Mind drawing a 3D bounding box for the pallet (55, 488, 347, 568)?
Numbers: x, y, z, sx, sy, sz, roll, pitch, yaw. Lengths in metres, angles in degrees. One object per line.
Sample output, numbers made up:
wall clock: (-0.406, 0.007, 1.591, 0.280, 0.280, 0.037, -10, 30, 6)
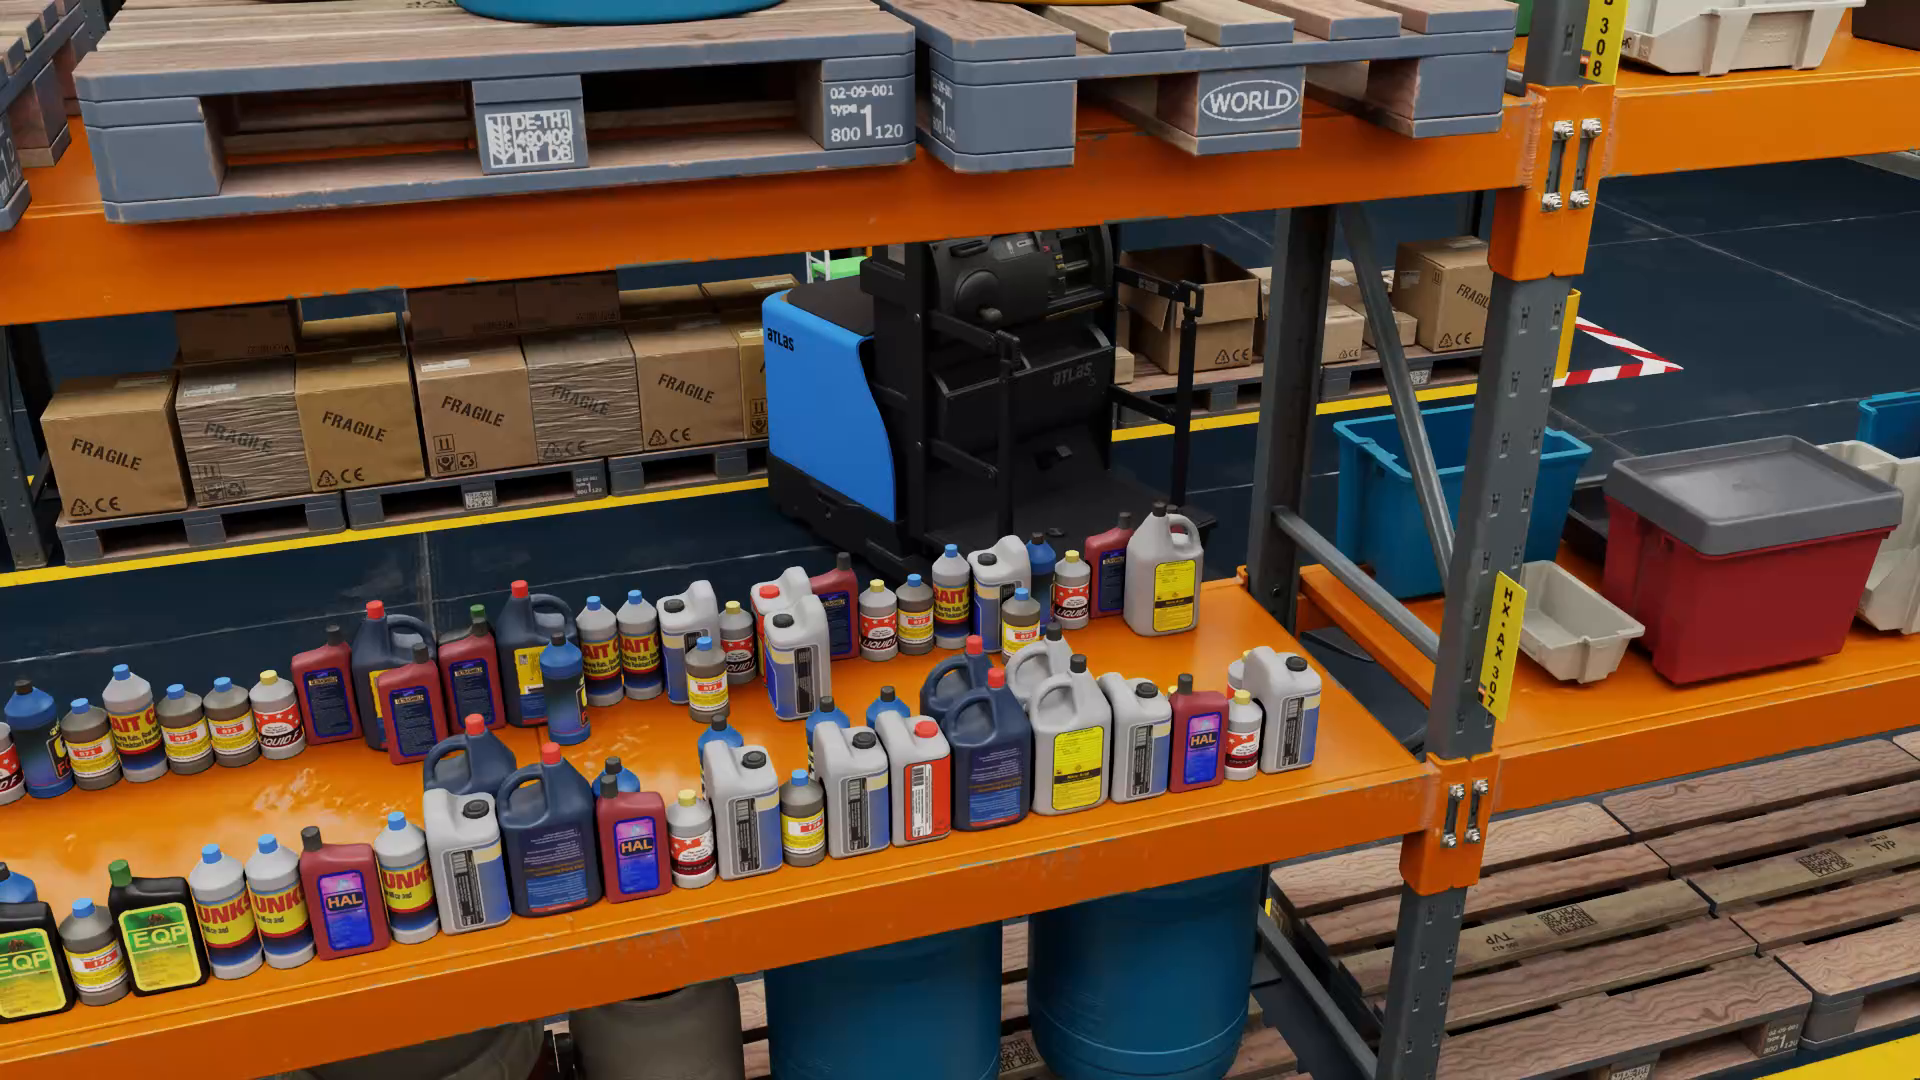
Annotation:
pallet: (-3.610, -0.258, 8.033, 1.213, 0.211, 1.003, -8, 28, -16)

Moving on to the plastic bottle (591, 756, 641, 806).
plastic bottle: (-0.695, 0.563, 3.388, 0.097, 0.271, 0.097, 0, 26, 0)

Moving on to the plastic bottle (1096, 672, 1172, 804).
plastic bottle: (0.381, 0.420, 3.669, 0.135, 0.276, 0.152, -8, 28, -16)

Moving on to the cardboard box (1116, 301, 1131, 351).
cardboard box: (0.639, -1.266, 9.455, 0.500, 0.311, 0.500, -8, 28, -16)

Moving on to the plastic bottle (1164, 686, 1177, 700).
plastic bottle: (0.480, 0.424, 3.747, 0.097, 0.201, 0.097, 0, 26, 0)

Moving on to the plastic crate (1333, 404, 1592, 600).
plastic crate: (1.341, -0.105, 4.538, 0.575, 0.384, 0.392, -8, 28, -16)

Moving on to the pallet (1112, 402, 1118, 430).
pallet: (0.125, -0.816, 9.157, 1.213, 0.211, 1.003, -8, 28, -16)

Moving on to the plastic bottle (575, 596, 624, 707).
plastic bottle: (-0.868, 0.261, 3.996, 0.097, 0.271, 0.097, 0, 26, 0)

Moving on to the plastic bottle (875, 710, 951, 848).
plastic bottle: (-0.099, 0.490, 3.530, 0.135, 0.276, 0.152, -8, 28, -16)

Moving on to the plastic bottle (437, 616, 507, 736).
plastic bottle: (-1.140, 0.315, 3.873, 0.133, 0.283, 0.061, -8, 28, -16)

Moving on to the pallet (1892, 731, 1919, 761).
pallet: (4.010, 0.919, 5.662, 1.213, 0.211, 1.003, -8, 28, -16)

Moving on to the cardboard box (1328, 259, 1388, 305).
cardboard box: (2.195, -1.464, 9.923, 0.500, 0.250, 0.500, -8, 28, -16)

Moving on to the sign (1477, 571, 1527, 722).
sign: (1.171, 0.232, 3.597, 0.005, 0.325, 0.100, -8, 28, -16)

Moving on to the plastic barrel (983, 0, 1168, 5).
plastic barrel: (0.198, -1.281, 2.900, 0.600, 0.588, 0.600, 0, 26, 0)

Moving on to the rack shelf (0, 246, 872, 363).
rack shelf: (-2.430, -1.374, 7.953, 4.000, 0.370, 1.077, -8, 28, -16)

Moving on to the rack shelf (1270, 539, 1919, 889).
rack shelf: (2.904, 0.170, 4.843, 4.000, 0.370, 1.077, -8, 28, -16)

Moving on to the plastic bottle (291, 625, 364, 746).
plastic bottle: (-1.462, 0.333, 3.837, 0.133, 0.283, 0.061, -8, 28, -16)

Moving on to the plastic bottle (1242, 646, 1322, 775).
plastic bottle: (0.728, 0.370, 3.771, 0.135, 0.276, 0.152, -8, 28, -16)

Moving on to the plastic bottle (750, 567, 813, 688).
plastic bottle: (-0.436, 0.209, 4.095, 0.135, 0.276, 0.152, -8, 28, -16)

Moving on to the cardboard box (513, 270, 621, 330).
cardboard box: (-2.014, -1.283, 8.435, 0.500, 0.250, 0.500, -8, 28, -16)

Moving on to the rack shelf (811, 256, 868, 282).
rack shelf: (-0.456, -1.278, 8.020, 0.480, 0.148, 0.258, -13, 25, -26)

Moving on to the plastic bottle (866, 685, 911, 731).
plastic bottle: (-0.155, 0.442, 3.632, 0.097, 0.271, 0.097, 0, 26, 0)

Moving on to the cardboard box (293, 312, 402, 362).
cardboard box: (-3.022, -0.797, 8.299, 0.500, 0.500, 0.500, -9, 28, -18)

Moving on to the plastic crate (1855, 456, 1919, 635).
plastic crate: (2.512, 0.017, 4.408, 0.530, 0.282, 0.437, -8, 28, -16)

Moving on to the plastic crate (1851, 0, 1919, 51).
plastic crate: (2.269, -1.217, 3.601, 0.590, 0.269, 0.497, -8, 28, -16)

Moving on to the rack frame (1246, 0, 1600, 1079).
rack frame: (1.003, 0.124, 4.128, 0.127, 3.000, 1.000, -8, 28, -16)

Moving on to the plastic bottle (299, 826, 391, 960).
plastic bottle: (-1.176, 0.664, 3.171, 0.133, 0.283, 0.061, -8, 28, -16)

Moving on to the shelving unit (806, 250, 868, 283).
shelving unit: (-0.446, -0.895, 8.181, 0.503, 1.200, 0.258, -13, 25, -26)

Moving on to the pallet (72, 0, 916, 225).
pallet: (-0.790, -0.829, 2.885, 1.213, 0.211, 1.003, -8, 28, -16)

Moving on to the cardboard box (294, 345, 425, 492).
cardboard box: (-2.835, -0.581, 7.864, 0.500, 0.500, 0.500, -9, 28, -17)

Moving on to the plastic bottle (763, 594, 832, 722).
plastic bottle: (-0.389, 0.274, 3.965, 0.135, 0.276, 0.152, -8, 28, -16)

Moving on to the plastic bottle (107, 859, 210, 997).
plastic bottle: (-1.488, 0.709, 3.080, 0.133, 0.283, 0.061, -8, 28, -16)

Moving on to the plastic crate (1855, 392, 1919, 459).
plastic crate: (2.932, -0.262, 5.025, 0.300, 0.233, 0.416, -8, 28, -16)

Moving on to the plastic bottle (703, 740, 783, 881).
plastic bottle: (-0.447, 0.540, 3.428, 0.135, 0.276, 0.152, -8, 28, -16)

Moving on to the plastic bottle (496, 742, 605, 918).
plastic bottle: (-0.818, 0.562, 3.300, 0.185, 0.351, 0.144, -8, 28, -16)

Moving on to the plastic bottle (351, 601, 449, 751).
plastic bottle: (-1.297, 0.299, 3.831, 0.185, 0.351, 0.144, -8, 28, -16)

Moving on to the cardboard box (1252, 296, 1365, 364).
cardboard box: (1.922, -1.190, 9.372, 0.500, 0.250, 0.500, -8, 28, -16)

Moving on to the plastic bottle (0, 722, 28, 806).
plastic bottle: (-2.121, 0.474, 3.646, 0.097, 0.201, 0.097, 0, 26, 0)

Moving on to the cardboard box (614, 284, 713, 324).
cardboard box: (-1.567, -1.007, 8.721, 0.500, 0.500, 0.500, -8, 27, -15)

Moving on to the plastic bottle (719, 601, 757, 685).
plastic bottle: (-0.555, 0.247, 4.102, 0.097, 0.201, 0.097, 0, 26, 0)

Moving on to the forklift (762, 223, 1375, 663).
forklift: (0.396, -1.096, 6.661, 1.130, 2.935, 3.031, -20, 33, -34)

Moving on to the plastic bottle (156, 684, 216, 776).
plastic bottle: (-1.751, 0.420, 3.754, 0.097, 0.201, 0.097, 0, 26, 0)

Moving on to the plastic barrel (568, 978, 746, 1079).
plastic barrel: (-0.758, 1.255, 4.174, 0.421, 0.512, 0.421, 0, 26, 0)

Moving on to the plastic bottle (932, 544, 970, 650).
plastic bottle: (-0.022, 0.139, 4.242, 0.097, 0.271, 0.097, 0, 26, 0)

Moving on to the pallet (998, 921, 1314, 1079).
pallet: (0.256, 1.461, 4.569, 1.213, 0.211, 1.003, -8, 28, -16)

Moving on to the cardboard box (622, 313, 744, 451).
cardboard box: (-1.381, -0.795, 8.295, 0.500, 0.500, 0.500, -8, 28, -16)

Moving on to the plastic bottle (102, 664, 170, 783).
plastic bottle: (-1.843, 0.402, 3.711, 0.097, 0.271, 0.097, 0, 26, 0)

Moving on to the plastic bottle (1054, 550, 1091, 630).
plastic bottle: (0.291, 0.125, 4.349, 0.097, 0.201, 0.097, 0, 26, 0)
